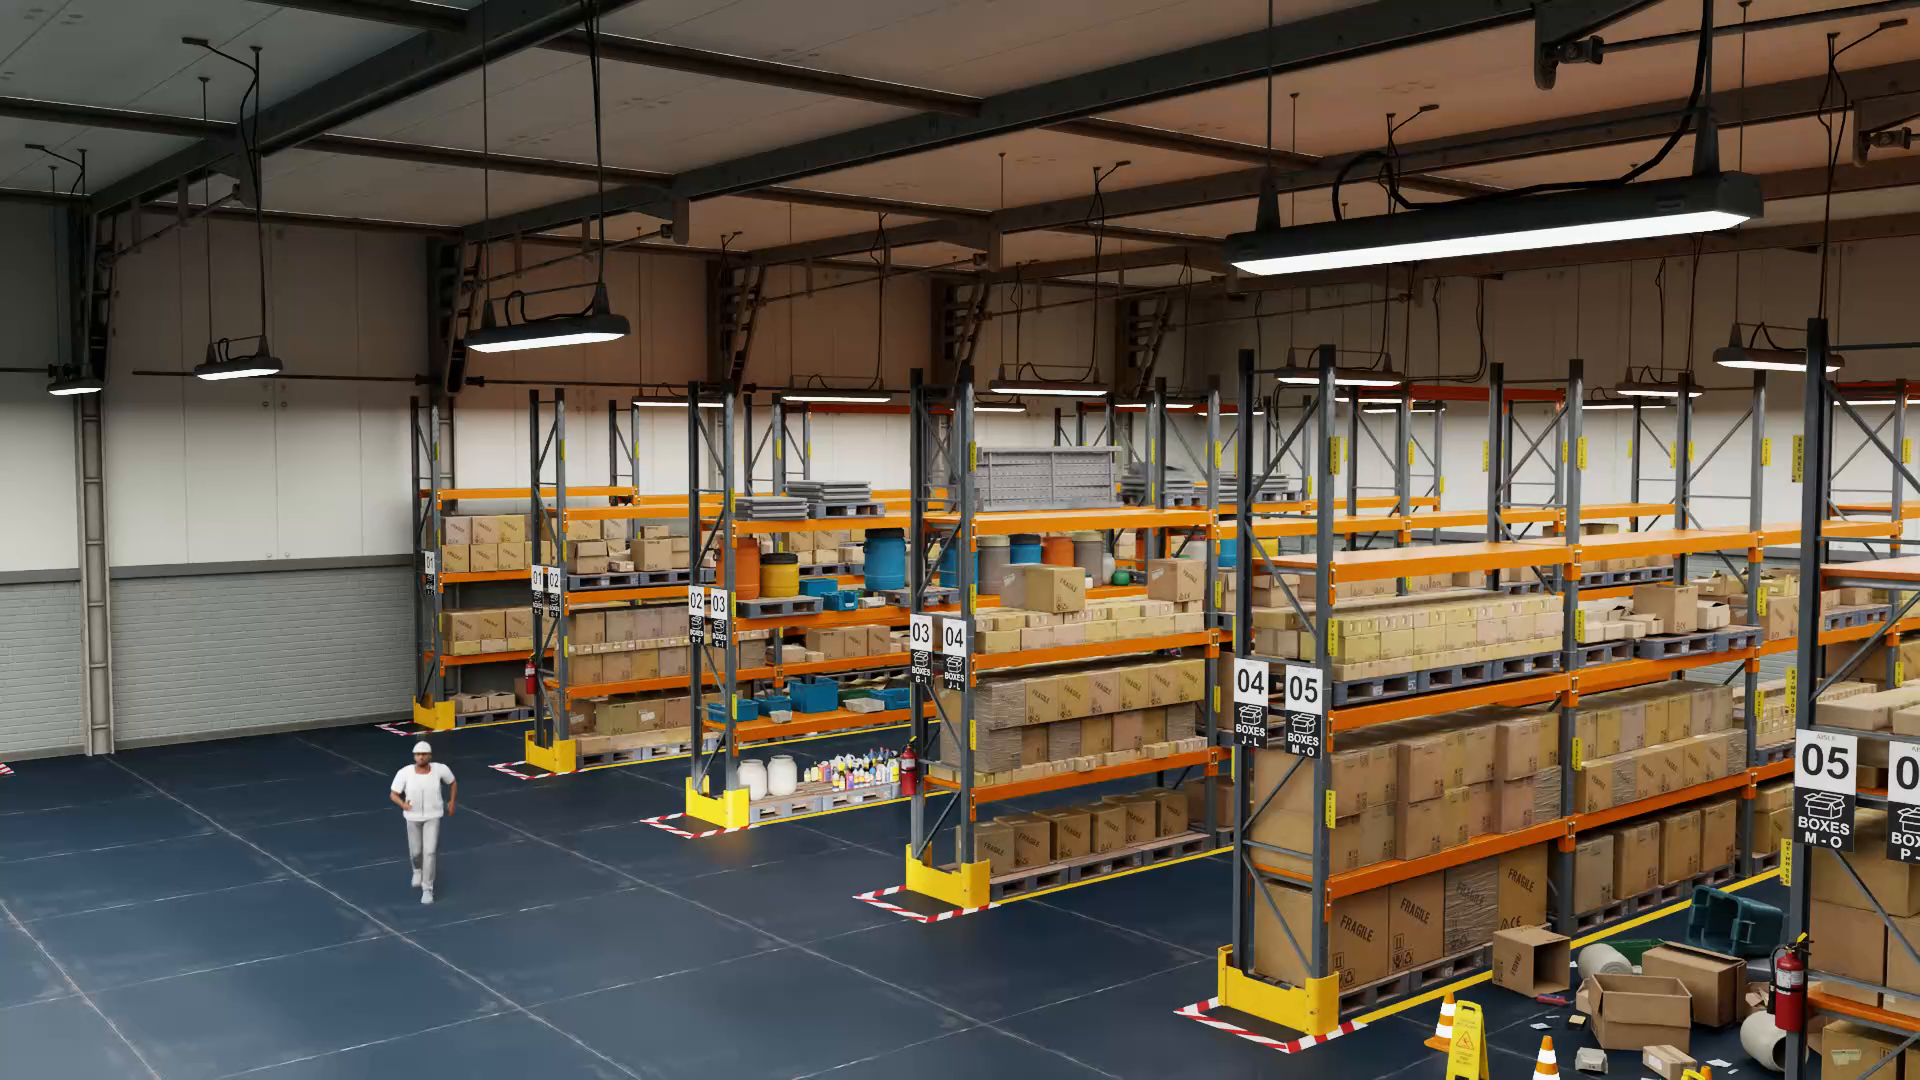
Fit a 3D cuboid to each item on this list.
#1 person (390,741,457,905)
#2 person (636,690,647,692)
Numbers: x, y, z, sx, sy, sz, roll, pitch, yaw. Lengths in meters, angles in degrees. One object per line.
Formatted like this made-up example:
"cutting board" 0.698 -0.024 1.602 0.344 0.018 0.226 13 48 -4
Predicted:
"person" -6.091 3.163 18.896 0.724 1.782 0.865 -1 3 -15
"person" -5.580 2.583 29.408 0.589 1.647 0.880 3 5 45
